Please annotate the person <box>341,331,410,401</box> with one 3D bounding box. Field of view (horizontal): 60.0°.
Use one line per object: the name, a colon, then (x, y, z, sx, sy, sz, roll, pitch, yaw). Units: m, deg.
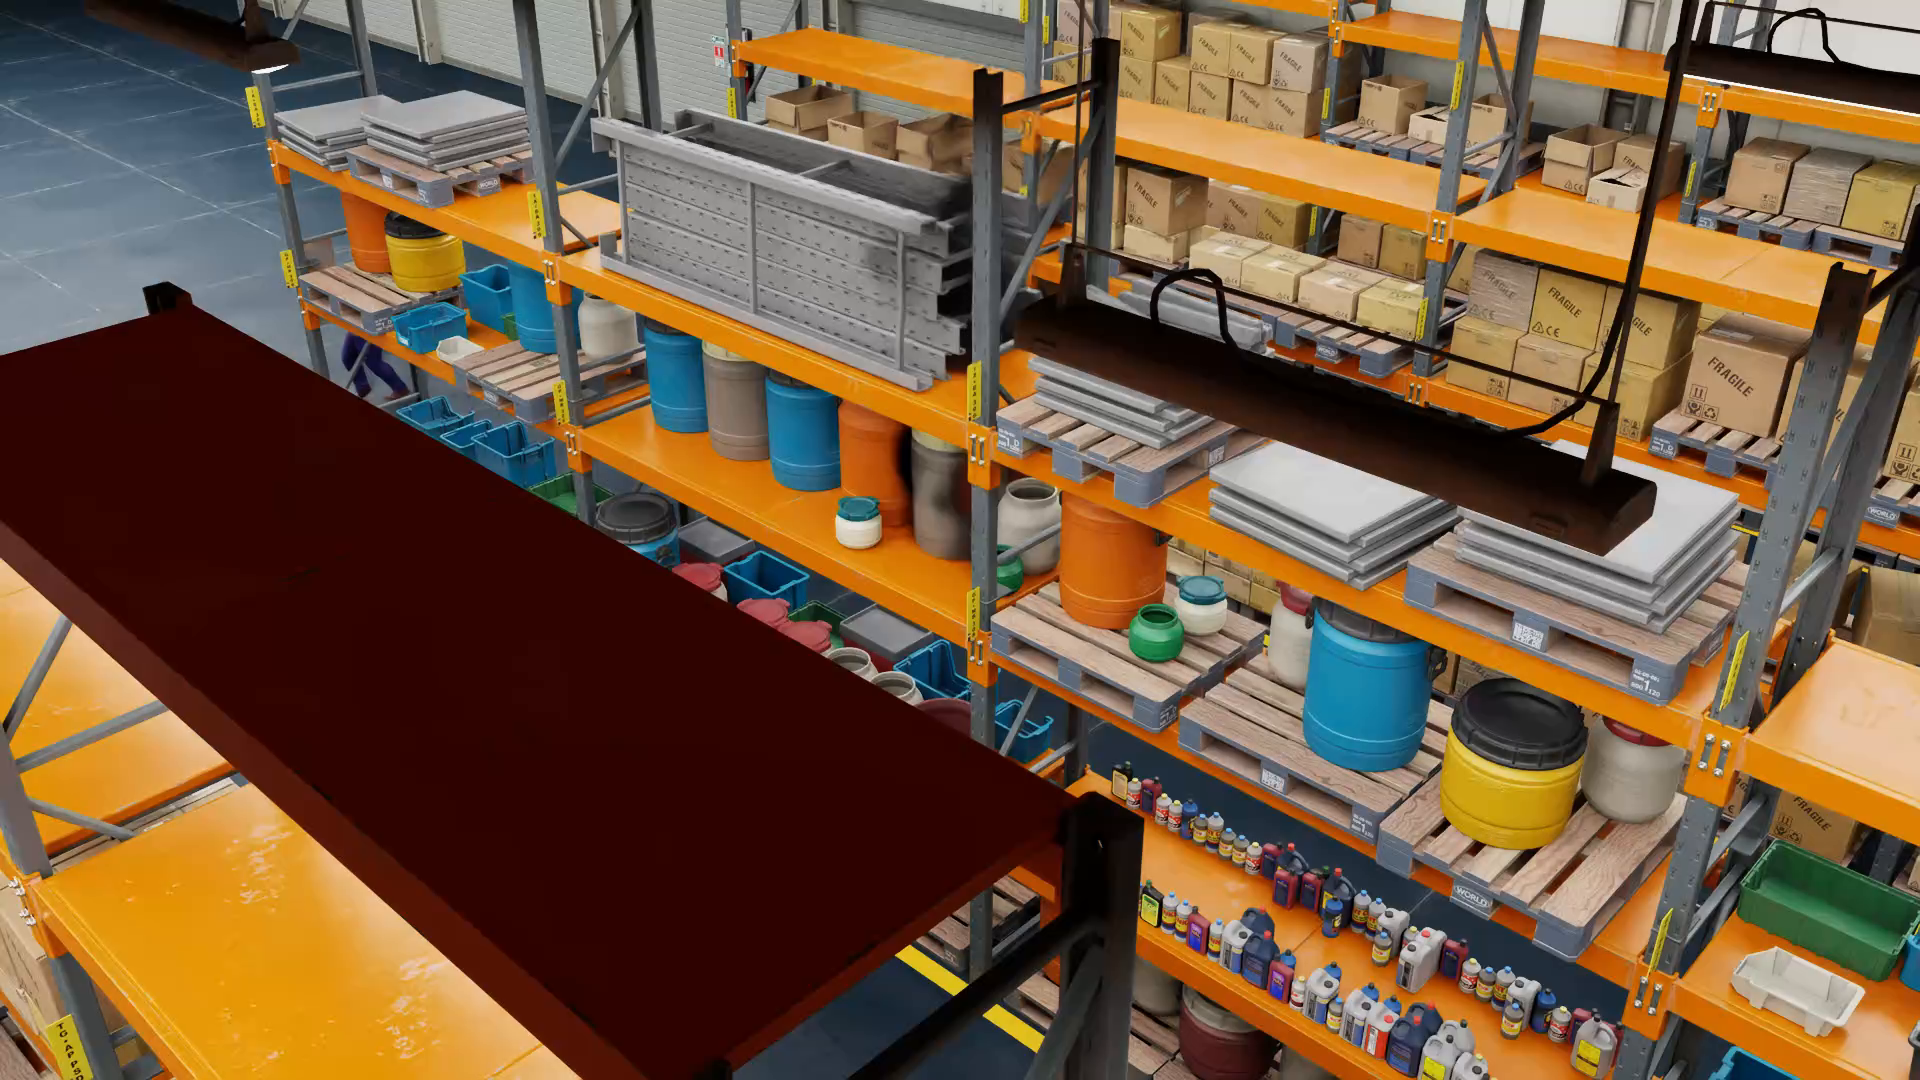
person: (-6.657, -2.276, 18.626, 0.737, 1.708, 0.580, -9, 31, -16)
